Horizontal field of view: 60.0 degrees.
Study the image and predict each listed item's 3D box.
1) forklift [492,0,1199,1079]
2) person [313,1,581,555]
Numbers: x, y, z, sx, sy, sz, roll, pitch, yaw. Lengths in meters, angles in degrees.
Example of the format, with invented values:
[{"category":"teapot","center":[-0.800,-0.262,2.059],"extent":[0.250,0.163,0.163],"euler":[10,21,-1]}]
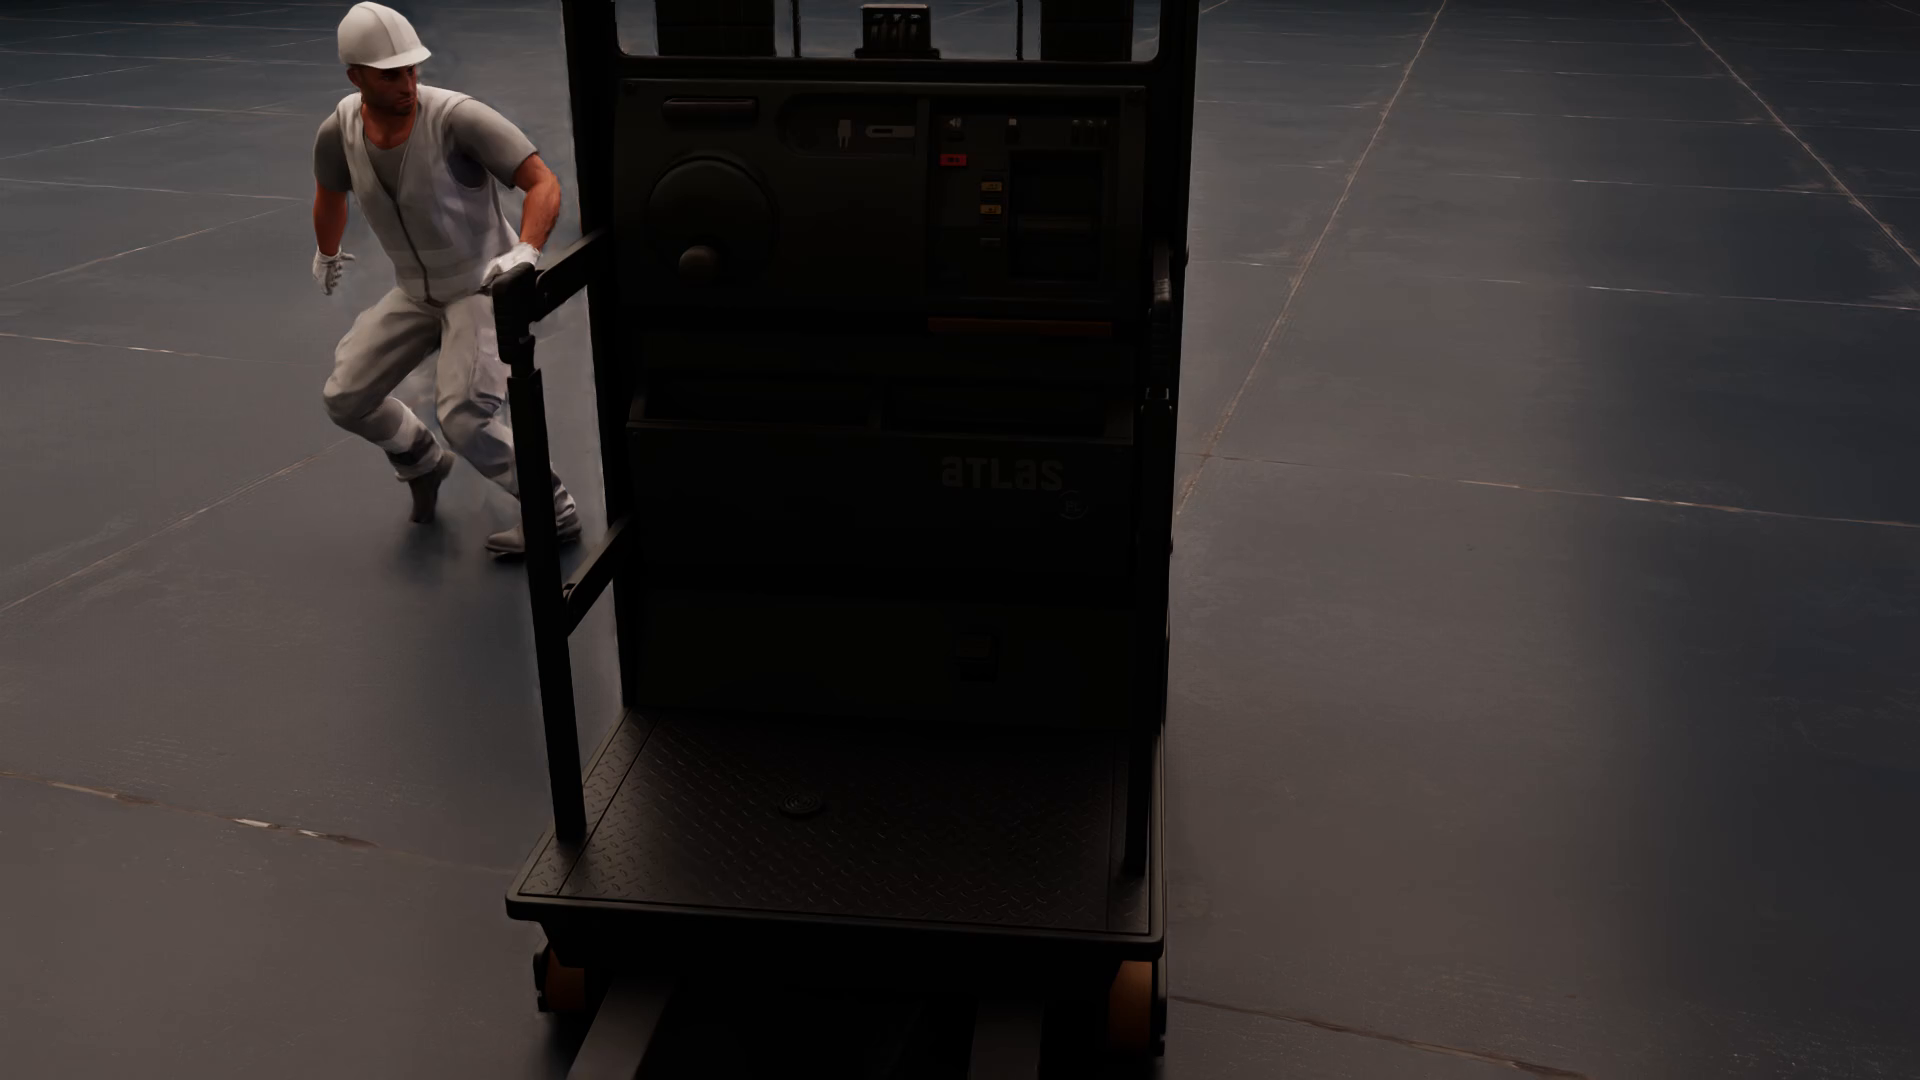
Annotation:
[{"category":"forklift","center":[-0.166,-0.587,2.703],"extent":[1.130,2.935,3.031],"euler":[2,23,6]},{"category":"person","center":[-1.558,-0.709,4.827],"extent":[1.027,1.655,0.502],"euler":[10,24,22]}]
